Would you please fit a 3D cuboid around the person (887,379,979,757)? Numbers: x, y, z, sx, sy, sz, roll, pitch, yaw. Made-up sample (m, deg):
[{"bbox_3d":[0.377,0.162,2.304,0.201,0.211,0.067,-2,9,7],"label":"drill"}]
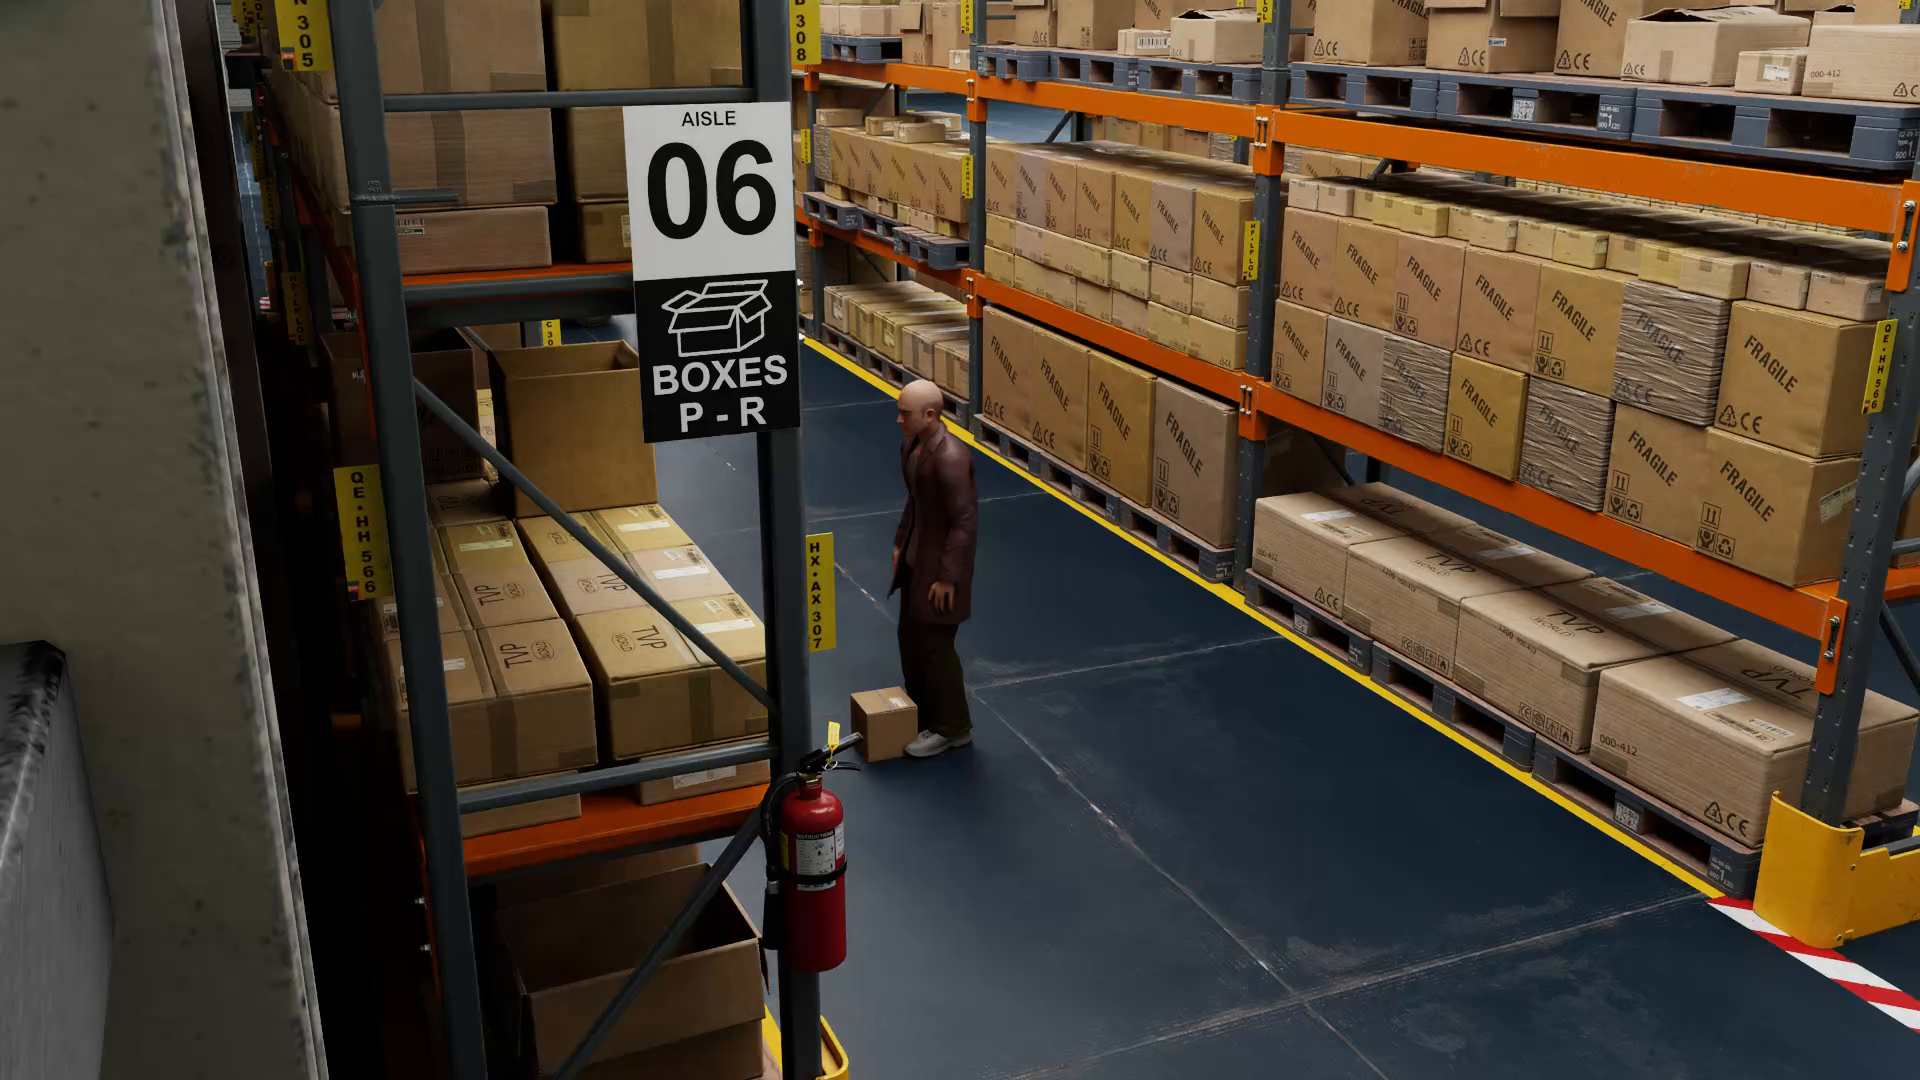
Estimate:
[{"bbox_3d":[-0.140,0.114,7.744,0.421,1.774,0.634,-8,20,-22],"label":"person"}]
